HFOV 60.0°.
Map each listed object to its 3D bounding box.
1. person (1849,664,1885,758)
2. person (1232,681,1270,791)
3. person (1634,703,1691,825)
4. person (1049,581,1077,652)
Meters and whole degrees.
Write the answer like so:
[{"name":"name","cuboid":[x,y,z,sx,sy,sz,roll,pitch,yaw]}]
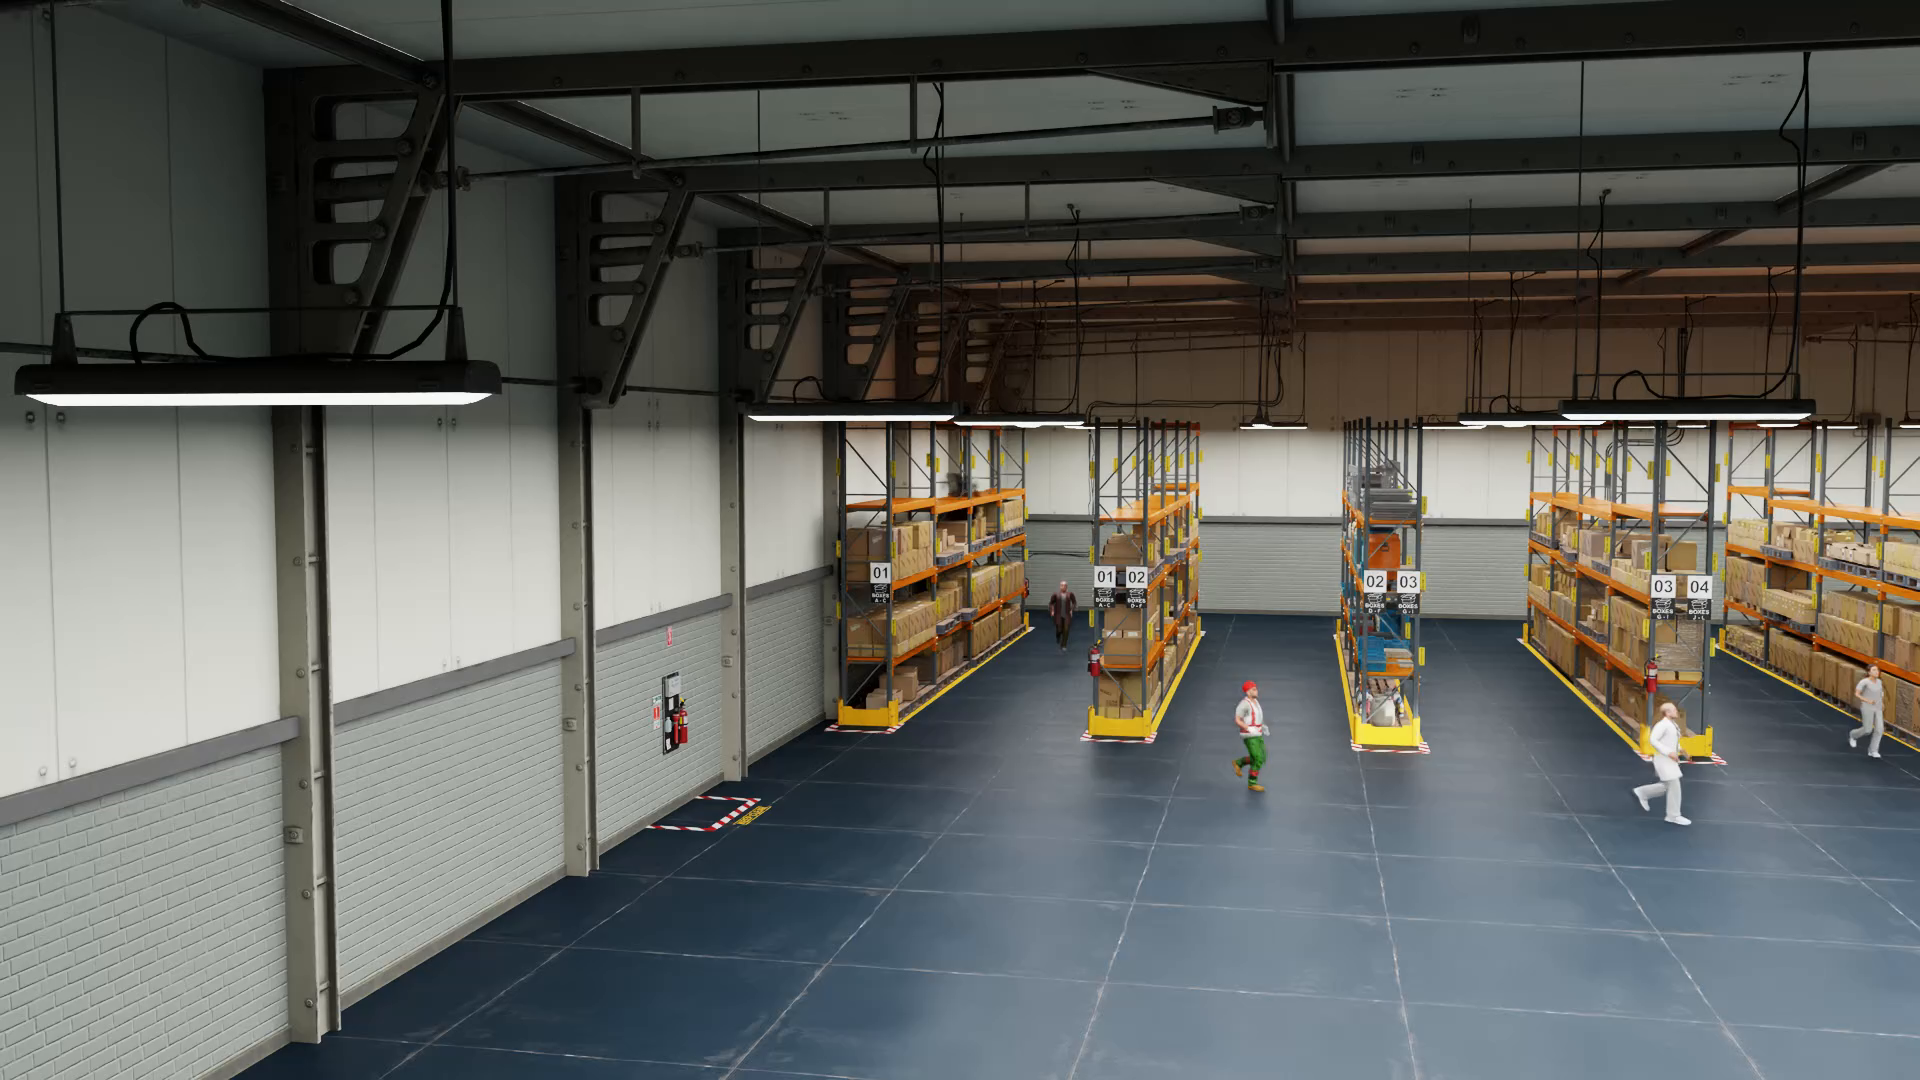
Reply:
[{"name":"person","cuboid":[16.076,2.995,29.405,0.601,1.632,0.704,-1,4,-10]},{"name":"person","cuboid":[4.613,3.128,26.660,0.615,1.745,0.656,3,5,35]},{"name":"person","cuboid":[10.320,3.267,24.437,0.855,1.764,0.711,3,5,37]},{"name":"person","cuboid":[2.563,1.909,41.410,0.694,1.698,0.671,0,4,-1]}]
